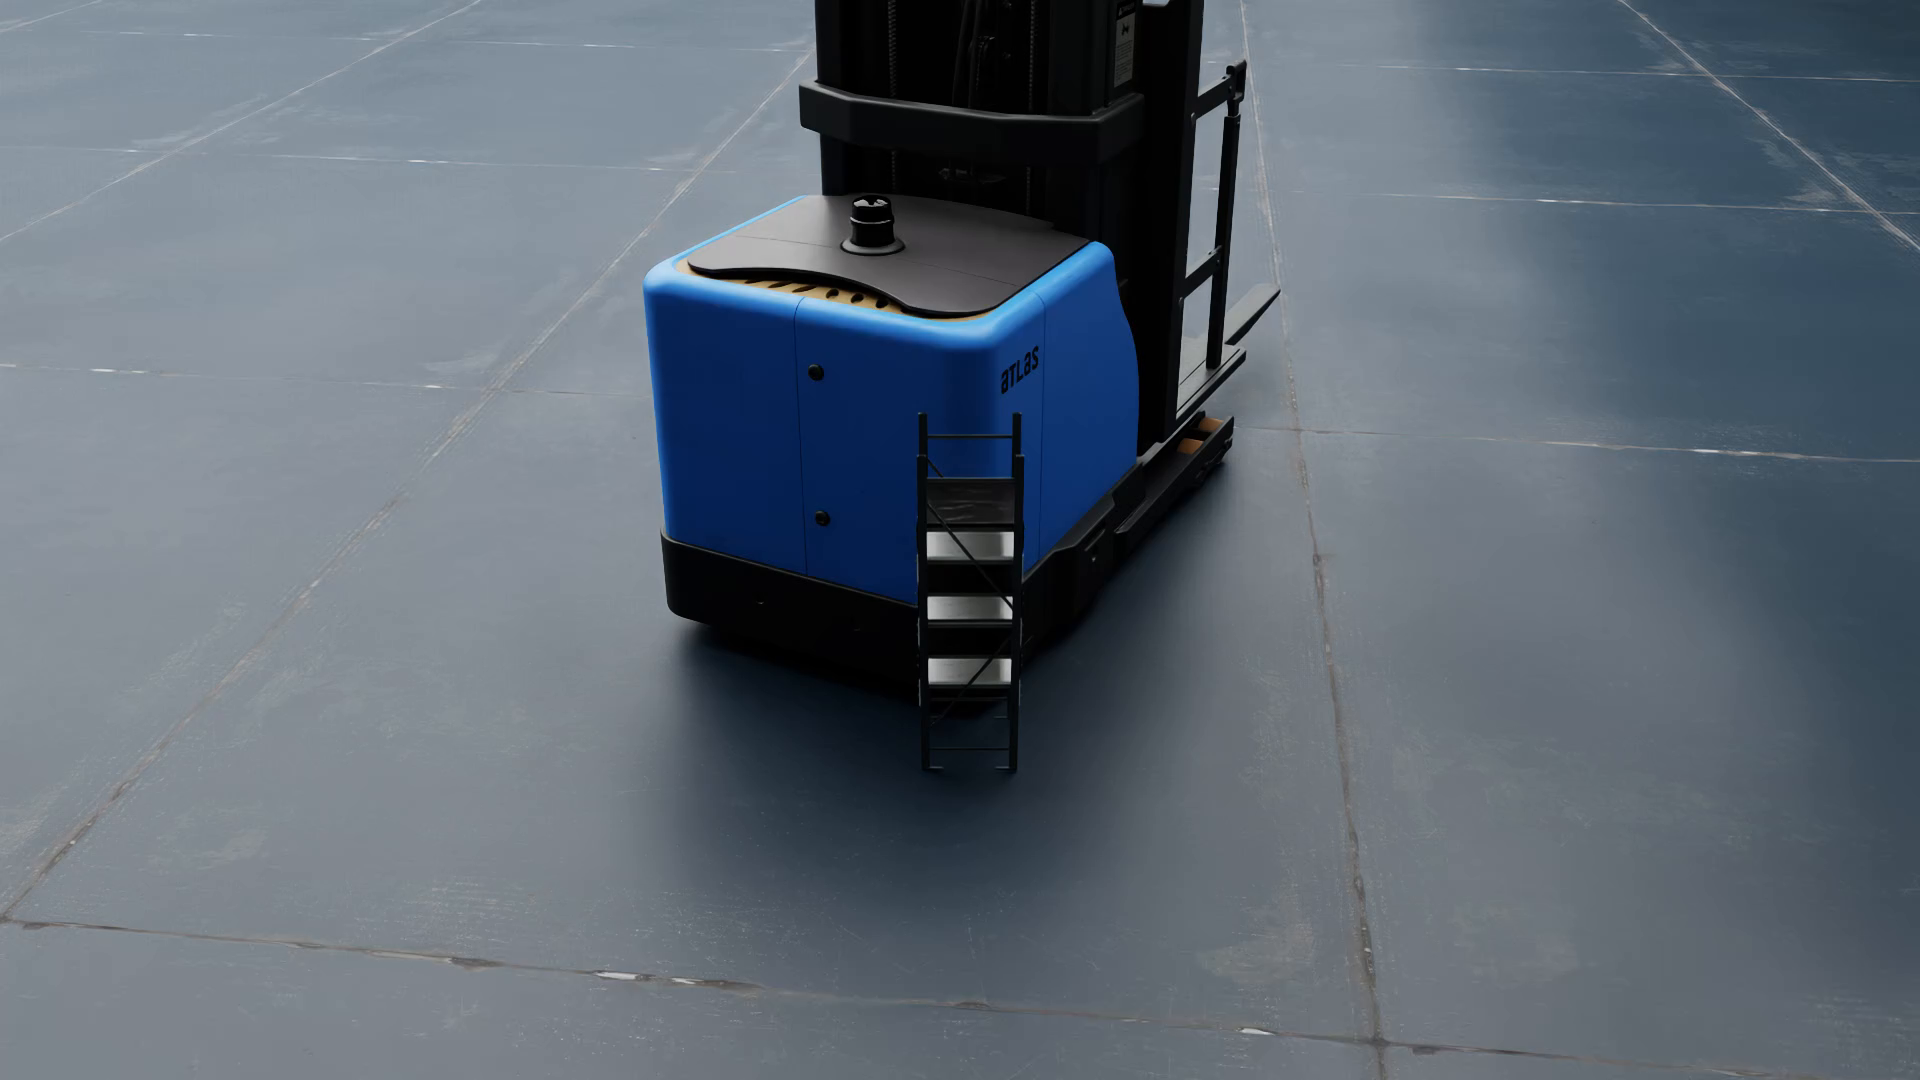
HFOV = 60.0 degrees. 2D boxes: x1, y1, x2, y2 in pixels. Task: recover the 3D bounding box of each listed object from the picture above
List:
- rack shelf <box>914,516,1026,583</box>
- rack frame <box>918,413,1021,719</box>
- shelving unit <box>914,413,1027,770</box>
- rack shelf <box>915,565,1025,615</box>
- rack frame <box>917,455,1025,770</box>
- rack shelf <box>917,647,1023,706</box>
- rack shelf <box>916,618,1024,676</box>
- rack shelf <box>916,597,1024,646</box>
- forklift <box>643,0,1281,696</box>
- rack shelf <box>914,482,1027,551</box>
[{"bbox_3d":[0.023,0.016,3.951,0.258,0.077,0.200,0,32,0],"label":"rack shelf"},{"bbox_3d":[0.023,0.086,4.115,0.240,0.900,0.006,0,32,0],"label":"rack frame"},{"bbox_3d":[0.023,0.140,4.029,0.258,0.900,0.210,0,32,0],"label":"shelving unit"},{"bbox_3d":[0.023,0.092,3.999,0.258,0.077,0.200,0,32,0],"label":"rack shelf"},{"bbox_3d":[0.024,0.194,3.943,0.240,0.900,0.006,0,32,0],"label":"rack frame"},{"bbox_3d":[0.023,0.321,4.142,0.258,0.077,0.200,0,32,0],"label":"rack shelf"},{"bbox_3d":[0.023,0.245,4.094,0.258,0.077,0.200,0,32,0],"label":"rack shelf"},{"bbox_3d":[0.023,0.168,4.046,0.258,0.077,0.200,0,32,0],"label":"rack shelf"},{"bbox_3d":[0.289,-1.553,5.042,1.130,2.935,3.031,14,31,24],"label":"forklift"},{"bbox_3d":[0.023,-0.061,3.903,0.258,0.077,0.200,0,32,0],"label":"rack shelf"}]
